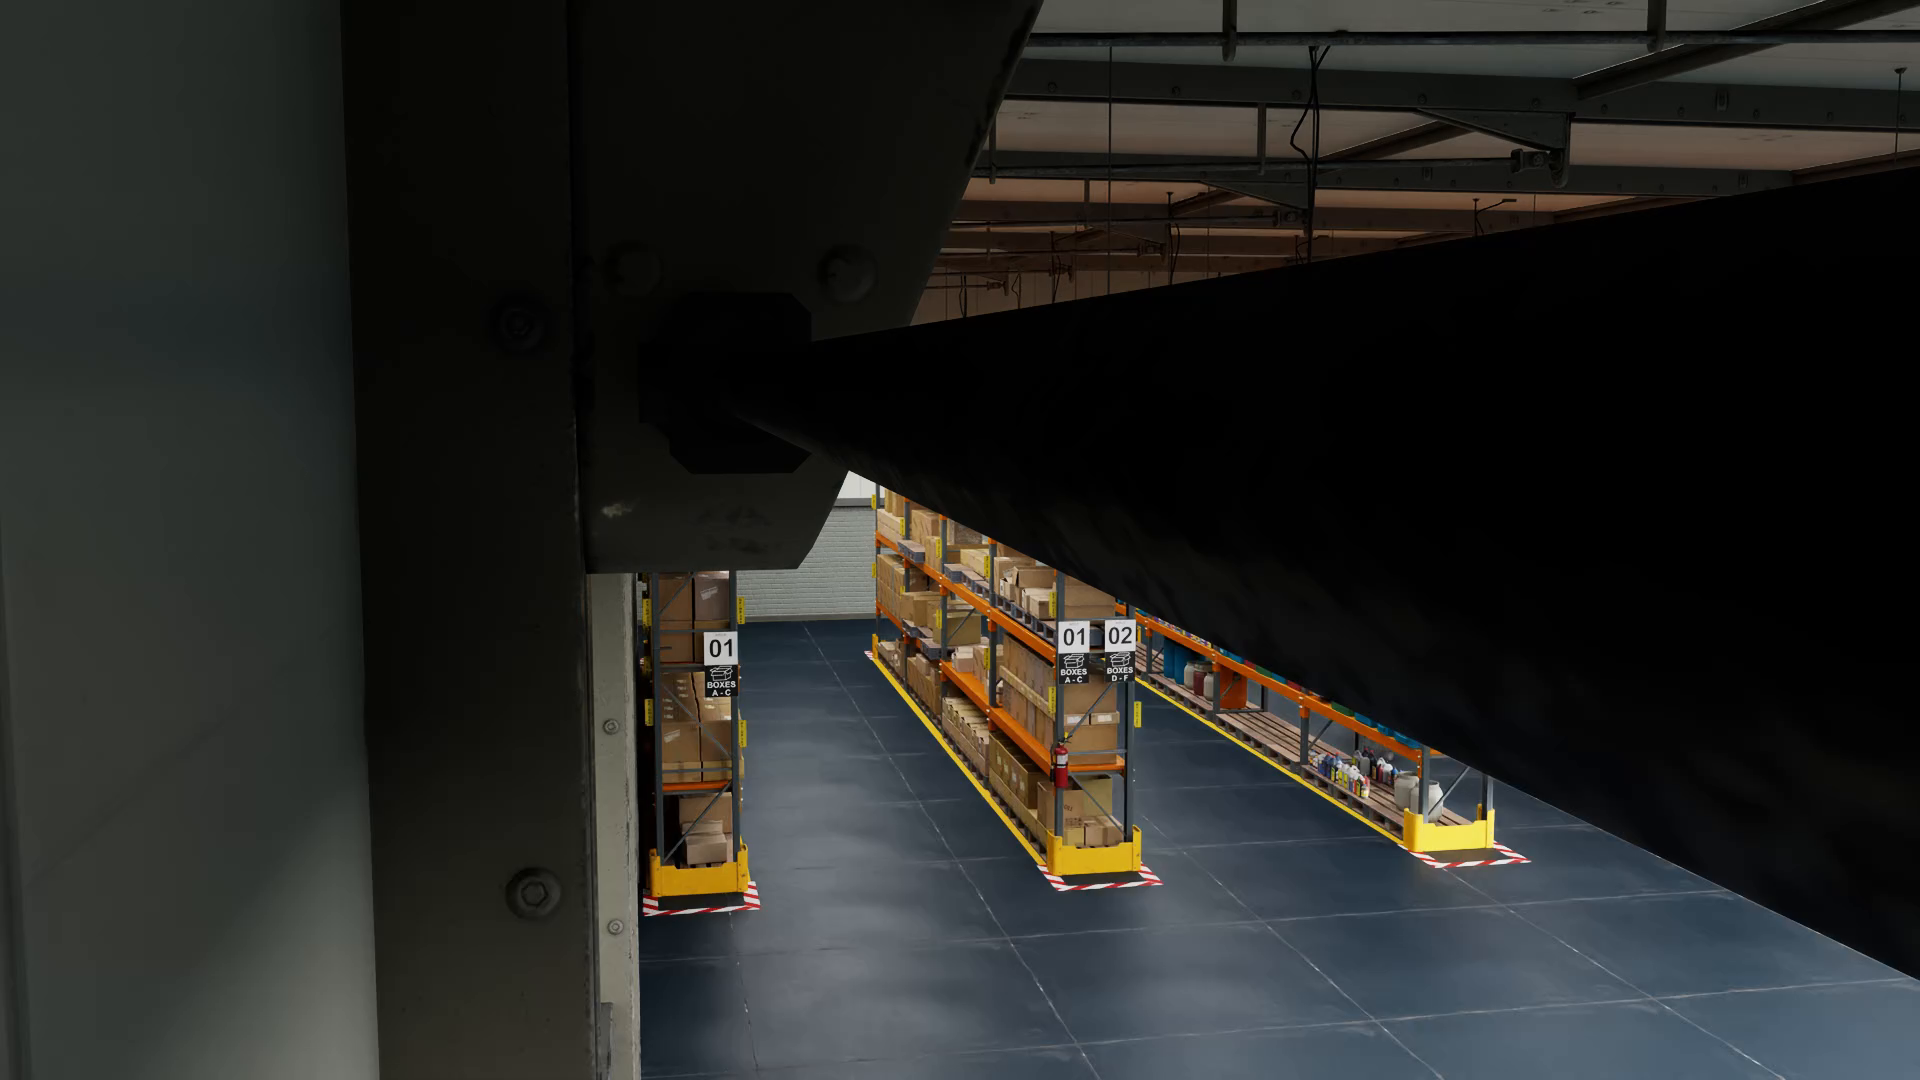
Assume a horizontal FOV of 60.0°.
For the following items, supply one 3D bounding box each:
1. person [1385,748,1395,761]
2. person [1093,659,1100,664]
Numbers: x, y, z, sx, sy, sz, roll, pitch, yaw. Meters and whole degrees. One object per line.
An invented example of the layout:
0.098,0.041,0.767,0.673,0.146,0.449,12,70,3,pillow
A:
7.217,2.664,27.079,0.750,1.749,0.872,-1,6,-6,person
2.131,2.599,28.988,0.684,1.541,0.830,0,6,0,person
